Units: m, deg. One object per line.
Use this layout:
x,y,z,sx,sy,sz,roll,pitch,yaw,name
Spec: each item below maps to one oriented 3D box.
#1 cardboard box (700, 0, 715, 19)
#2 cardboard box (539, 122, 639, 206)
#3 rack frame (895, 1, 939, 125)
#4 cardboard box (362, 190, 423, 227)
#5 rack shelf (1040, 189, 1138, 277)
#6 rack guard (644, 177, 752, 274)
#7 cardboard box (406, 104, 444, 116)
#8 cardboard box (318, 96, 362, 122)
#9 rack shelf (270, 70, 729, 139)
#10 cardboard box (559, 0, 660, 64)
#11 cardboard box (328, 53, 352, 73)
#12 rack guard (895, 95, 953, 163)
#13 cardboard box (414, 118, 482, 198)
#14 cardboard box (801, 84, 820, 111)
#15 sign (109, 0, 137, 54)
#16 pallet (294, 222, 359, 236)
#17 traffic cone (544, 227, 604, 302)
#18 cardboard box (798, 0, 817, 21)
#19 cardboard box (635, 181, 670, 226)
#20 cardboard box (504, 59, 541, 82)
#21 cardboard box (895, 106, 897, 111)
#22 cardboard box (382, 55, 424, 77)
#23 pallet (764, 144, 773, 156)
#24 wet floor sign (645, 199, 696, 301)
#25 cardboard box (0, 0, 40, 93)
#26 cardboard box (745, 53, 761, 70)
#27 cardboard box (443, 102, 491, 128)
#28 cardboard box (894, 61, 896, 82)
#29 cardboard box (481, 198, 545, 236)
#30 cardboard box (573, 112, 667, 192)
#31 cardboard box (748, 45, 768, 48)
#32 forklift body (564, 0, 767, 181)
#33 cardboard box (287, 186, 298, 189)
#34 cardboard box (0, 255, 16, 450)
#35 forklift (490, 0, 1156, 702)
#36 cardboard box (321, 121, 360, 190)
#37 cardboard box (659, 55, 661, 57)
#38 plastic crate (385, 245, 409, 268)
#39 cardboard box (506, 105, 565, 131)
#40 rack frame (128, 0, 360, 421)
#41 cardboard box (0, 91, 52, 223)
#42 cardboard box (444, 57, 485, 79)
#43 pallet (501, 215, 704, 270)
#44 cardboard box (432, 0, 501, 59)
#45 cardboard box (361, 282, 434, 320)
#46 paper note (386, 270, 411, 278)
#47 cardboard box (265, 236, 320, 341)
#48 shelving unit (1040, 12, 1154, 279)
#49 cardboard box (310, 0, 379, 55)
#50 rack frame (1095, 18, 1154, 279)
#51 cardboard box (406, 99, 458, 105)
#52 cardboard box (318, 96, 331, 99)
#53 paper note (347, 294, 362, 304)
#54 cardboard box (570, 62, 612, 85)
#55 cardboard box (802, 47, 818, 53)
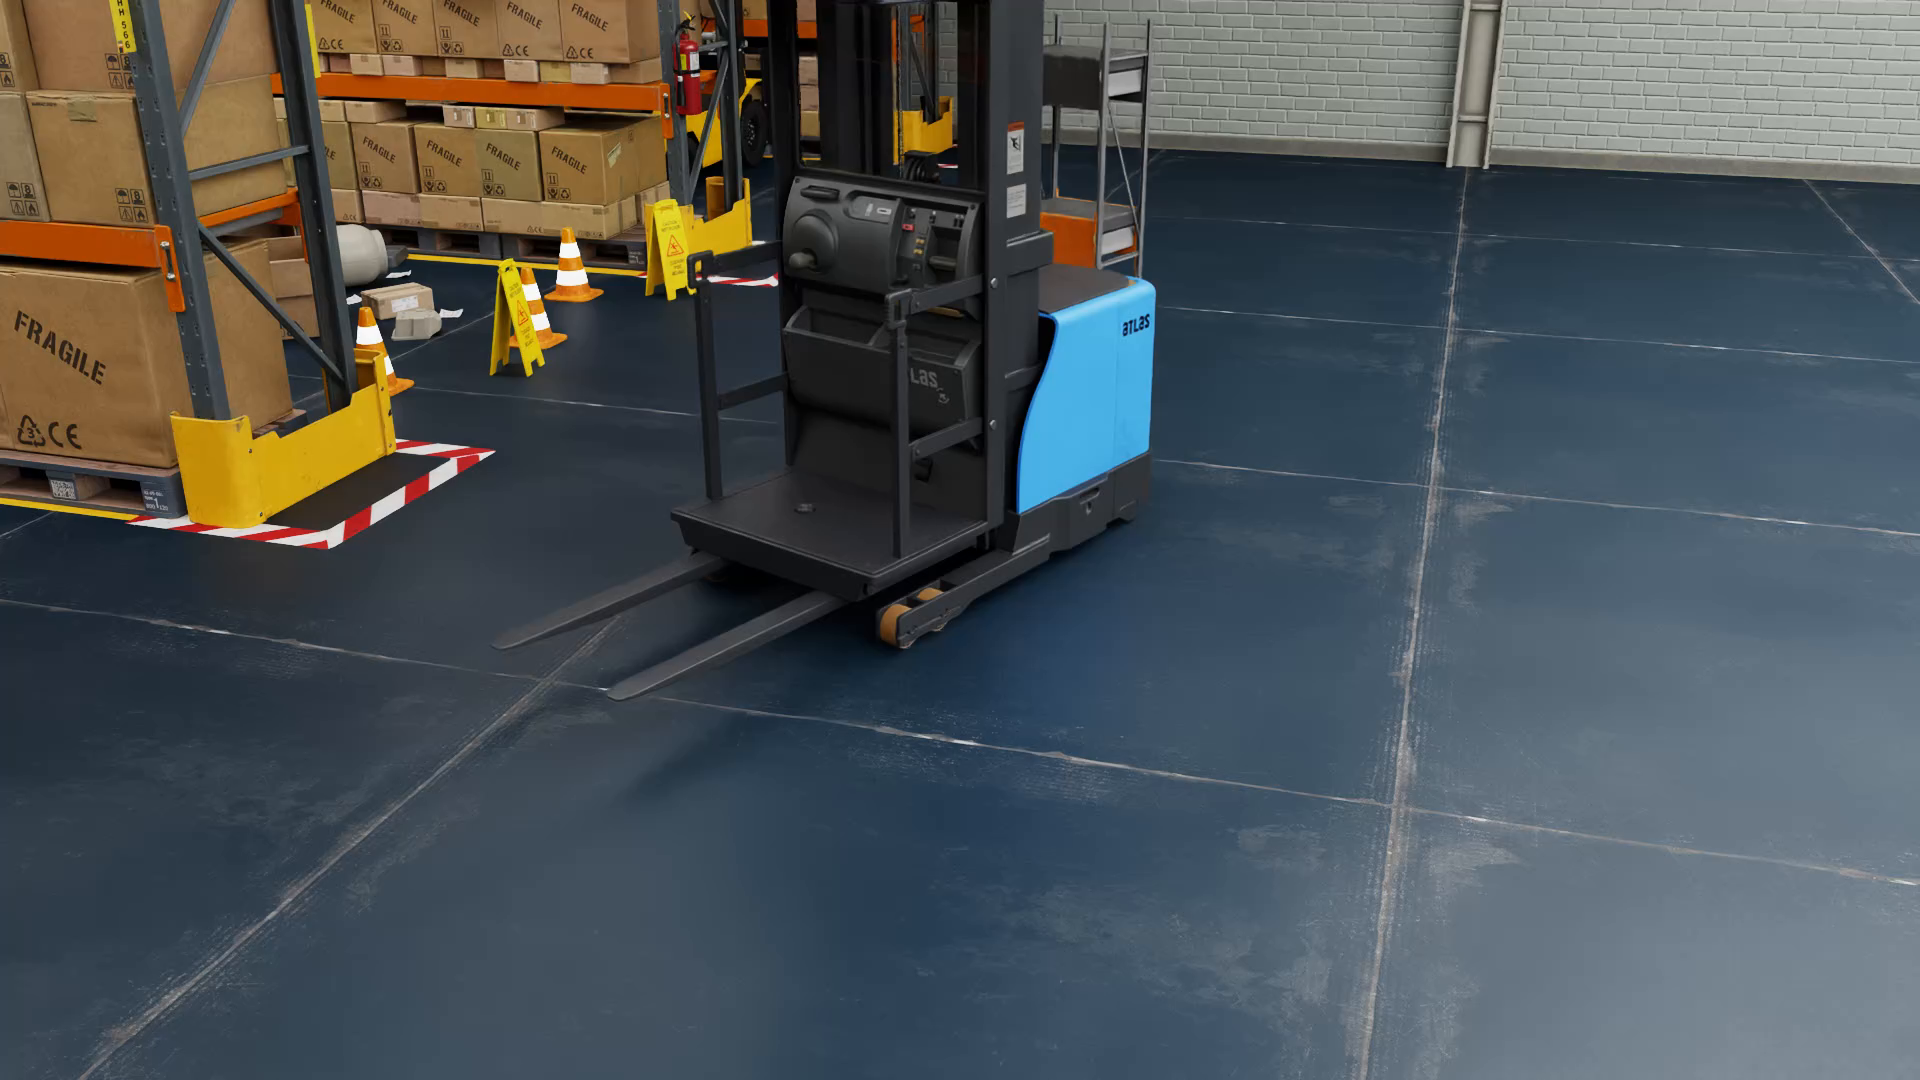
-2.431,-5.450,16.472,0.500,0.500,0.500,7,23,16,cardboard box
-2.687,-2.736,12.069,0.500,0.500,0.500,7,23,16,cardboard box
-0.414,-5.278,16.184,0.127,3.000,1.000,7,23,16,rack frame
-4.164,-2.560,12.629,0.500,0.250,0.500,6,23,15,cardboard box
0.533,-1.326,7.765,0.480,0.518,0.431,16,26,33,rack shelf
-1.917,-2.326,12.281,0.348,0.500,1.175,7,23,16,rack guard
-4.054,-3.104,12.965,0.500,0.500,0.500,8,24,18,cardboard box
-4.592,-3.228,12.413,0.250,0.149,0.380,7,23,18,cardboard box
-3.759,-3.360,12.457,4.000,0.370,1.077,7,23,16,rack shelf
-2.444,-3.617,11.612,0.500,0.500,0.500,6,23,15,cardboard box
-4.454,-3.561,12.329,0.250,0.149,0.380,6,23,15,cardboard box
-0.391,-4.119,16.652,0.348,0.500,1.175,7,23,16,rack guard
-3.669,-2.850,12.347,0.500,0.500,0.500,6,23,14,cardboard box
-1.448,-4.430,16.528,0.500,0.250,0.500,6,23,15,cardboard box
-3.348,-2.114,6.633,0.005,0.325,0.100,7,23,16,sign
-5.021,-2.562,13.237,1.213,0.211,1.003,7,23,16,pallet
-2.629,-1.879,11.240,0.334,0.463,0.336,7,23,16,traffic cone
-1.455,-5.343,16.211,0.500,0.500,0.500,7,23,17,cardboard box
-2.537,-2.585,12.689,0.500,0.250,0.500,6,23,15,cardboard box
-3.033,-3.362,11.844,0.250,0.149,0.380,7,23,16,cardboard box
-0.828,-4.325,16.931,0.500,0.250,0.500,7,23,16,cardboard box
-3.994,-3.484,12.142,0.250,0.149,0.380,6,23,15,cardboard box
-2.323,-4.191,17.208,1.213,0.211,1.003,7,23,15,pallet
-1.972,-1.975,11.235,0.232,0.644,0.267,16,27,34,wet floor sign
-4.075,-2.315,7.340,0.550,0.550,0.875,7,23,16,cardboard box
-1.922,-4.705,16.541,0.500,0.250,0.500,7,23,16,cardboard box
-3.549,-3.110,12.127,0.250,0.149,0.380,8,23,18,cardboard box
-0.945,-4.600,16.283,0.500,0.250,0.500,7,23,17,cardboard box
-3.190,-2.447,12.352,0.500,0.250,0.500,7,23,16,cardboard box
-2.560,-2.934,12.553,0.500,0.500,0.500,6,23,14,cardboard box
-2.264,-4.955,17.149,0.500,0.250,0.500,6,23,14,cardboard box
-2.757,-4.430,15.236,1.214,2.155,2.313,7,23,16,forklift body
-5.187,-2.672,12.901,0.500,0.250,0.500,5,23,13,cardboard box
-4.689,-1.022,8.055,0.875,0.875,0.875,6,23,15,cardboard box
-0.443,-1.158,6.231,1.130,2.935,3.031,17,28,35,forklift
-4.671,-2.964,12.626,0.500,0.500,0.500,8,23,18,cardboard box
-2.110,-3.470,12.108,0.250,0.149,0.380,7,23,16,cardboard box
-4.408,-2.092,12.264,0.583,0.080,0.402,-1,22,-3,plastic crate
-3.058,-3.052,11.985,0.250,0.149,0.380,7,23,17,cardboard box
-3.178,-1.664,7.375,0.127,3.000,1.000,7,23,16,rack frame
-4.079,-1.810,7.533,0.550,0.550,0.875,7,23,16,cardboard box
-3.509,-3.436,12.024,0.250,0.149,0.380,6,23,15,cardboard box
-2.685,-2.294,12.584,1.213,0.211,1.003,7,23,16,pallet
-3.400,-3.730,11.887,0.500,0.500,0.500,6,23,15,cardboard box
-3.682,-1.565,10.888,0.380,0.149,0.250,-20,29,-39,cardboard box
-4.001,-1.897,11.855,0.148,0.019,0.142,-1,22,-3,paper note
-4.258,-1.592,10.487,0.637,0.503,0.797,-9,24,-21,cardboard box
0.533,-1.339,7.760,0.503,2.100,0.431,16,26,33,shelving unit
-4.369,-3.840,12.156,0.500,0.500,0.500,6,23,15,cardboard box
0.729,-1.284,7.625,0.015,2.100,0.400,16,26,33,rack frame
-5.487,-4.953,17.968,0.625,0.625,0.875,6,23,15,cardboard box
-6.852,-5.108,18.347,0.625,0.625,0.875,7,23,17,cardboard box
-4.094,-1.623,11.202,0.142,0.019,0.148,16,27,34,paper note
-2.539,-3.308,11.714,0.250,0.149,0.380,6,23,15,cardboard box
-1.299,-4.837,16.863,0.500,0.250,0.500,7,23,16,cardboard box
